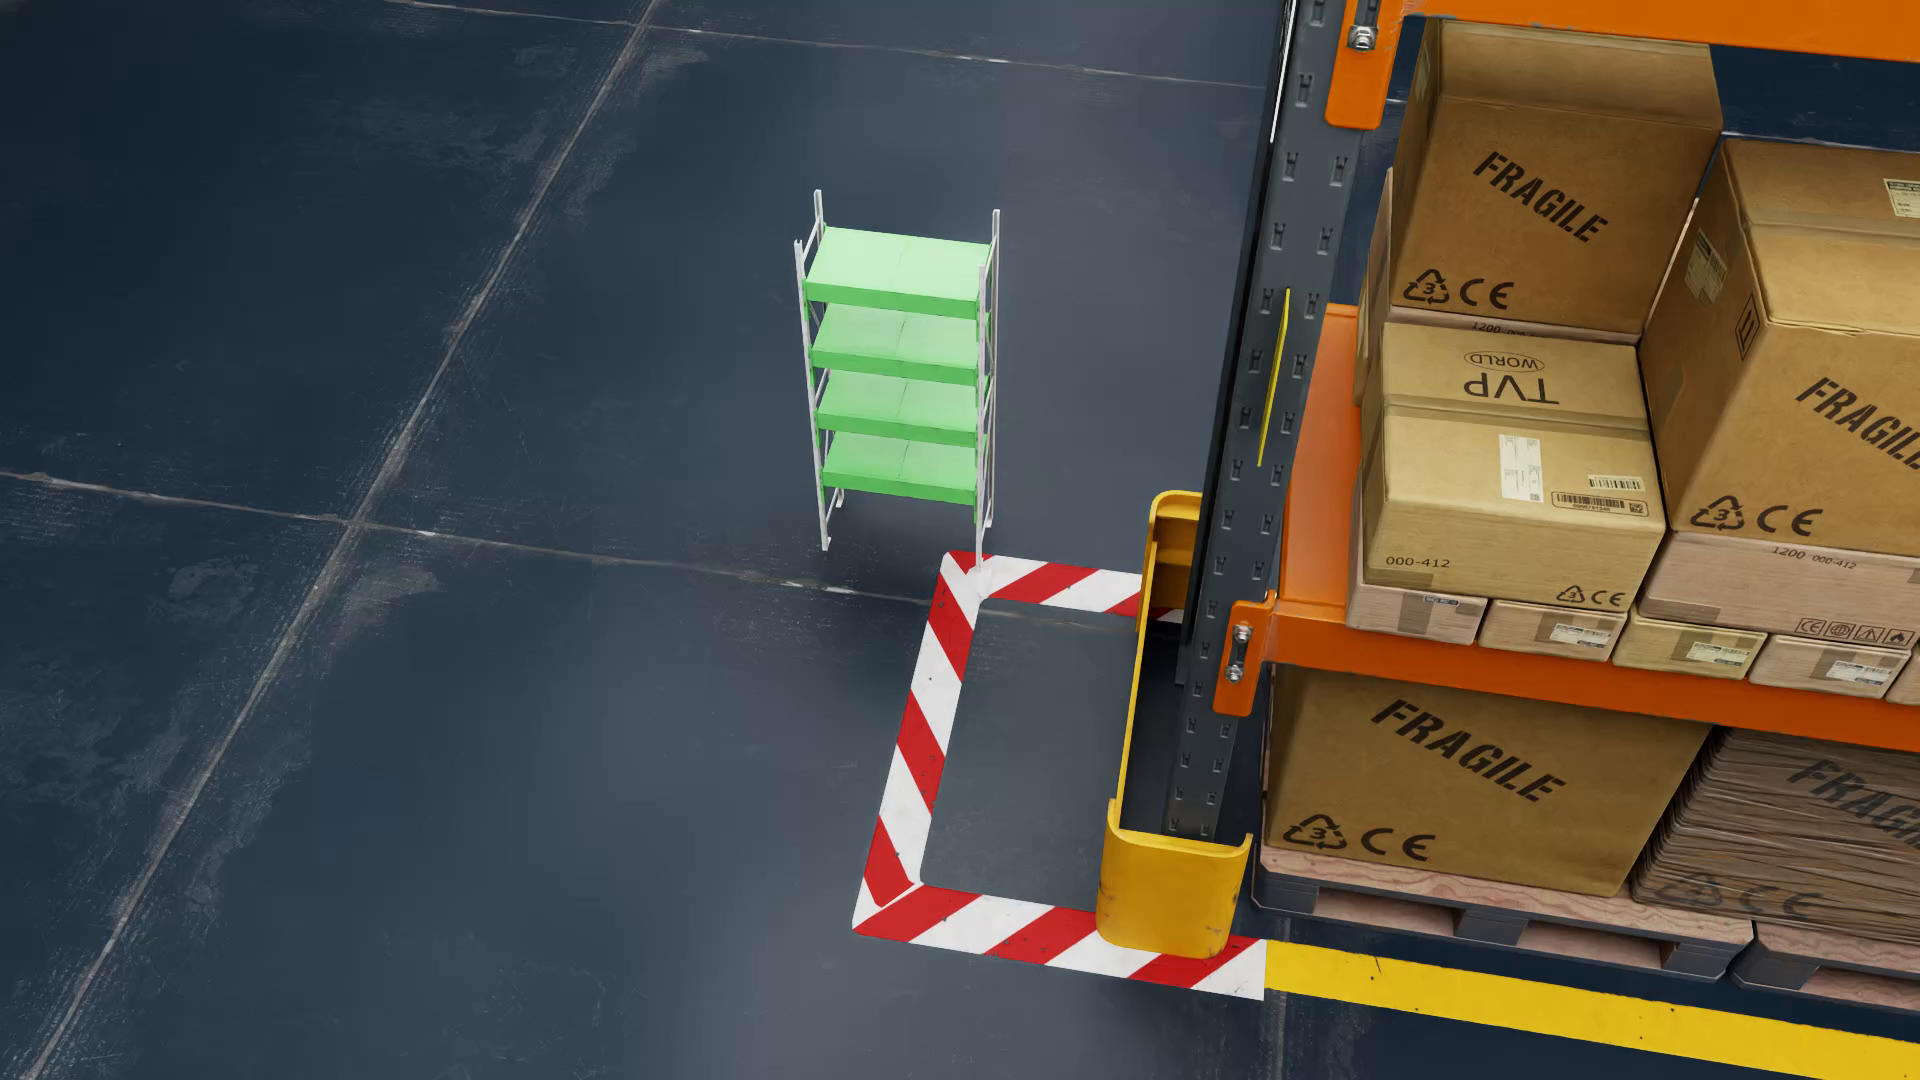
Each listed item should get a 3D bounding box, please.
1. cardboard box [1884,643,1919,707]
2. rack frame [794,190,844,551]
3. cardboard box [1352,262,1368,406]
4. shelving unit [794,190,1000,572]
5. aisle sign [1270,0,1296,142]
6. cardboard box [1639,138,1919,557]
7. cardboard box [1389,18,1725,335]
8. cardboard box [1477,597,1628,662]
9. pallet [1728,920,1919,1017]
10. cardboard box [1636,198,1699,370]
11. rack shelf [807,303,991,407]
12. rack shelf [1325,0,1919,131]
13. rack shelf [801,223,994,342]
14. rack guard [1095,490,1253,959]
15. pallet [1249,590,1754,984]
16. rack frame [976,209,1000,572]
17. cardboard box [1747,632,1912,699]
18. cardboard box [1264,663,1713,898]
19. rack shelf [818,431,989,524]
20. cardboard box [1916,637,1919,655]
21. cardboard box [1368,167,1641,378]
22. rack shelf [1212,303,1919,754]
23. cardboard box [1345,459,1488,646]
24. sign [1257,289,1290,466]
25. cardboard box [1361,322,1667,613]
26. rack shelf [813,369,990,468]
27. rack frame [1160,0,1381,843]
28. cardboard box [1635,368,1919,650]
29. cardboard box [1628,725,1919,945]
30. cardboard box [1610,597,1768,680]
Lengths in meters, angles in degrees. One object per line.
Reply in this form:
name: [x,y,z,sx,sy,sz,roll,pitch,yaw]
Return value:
cardboard box: [1.942,0.144,3.273,0.250,0.149,0.380,7,48,6]
rack frame: [-0.403,-0.455,4.852,0.015,1.200,0.240,8,49,7]
cardboard box: [1.049,-0.473,3.827,0.250,0.149,0.380,9,49,8]
shelving unit: [-0.163,-0.423,4.823,0.503,1.200,0.258,8,49,7]
aisle sign: [0.516,-1.022,2.404,0.004,0.787,0.394,8,49,7]
cardboard box: [1.556,-0.335,2.932,0.500,0.500,0.500,7,48,6]
cardboard box: [1.166,-0.791,3.341,0.500,0.500,0.500,8,49,7]
cardboard box: [1.183,0.043,3.364,0.250,0.149,0.380,7,48,6]
pallet: [2.638,0.781,4.407,1.213,0.211,1.003,8,49,7]
cardboard box: [1.663,-0.475,3.561,0.500,0.250,0.500,7,48,6]
rack shelf: [-0.163,-0.541,4.692,0.480,0.148,0.258,8,49,7]
rack shelf: [2.608,-0.860,2.474,4.000,0.370,1.077,8,49,7]
rack shelf: [-0.163,-0.701,4.514,0.480,0.148,0.258,8,49,7]
rack guard: [0.616,0.469,4.492,0.348,0.500,1.175,8,49,7]
pallet: [1.441,0.618,4.553,1.213,0.211,1.003,8,49,7]
rack frame: [0.077,-0.391,4.794,0.015,1.200,0.240,8,49,7]
cardboard box: [1.692,0.110,3.304,0.250,0.149,0.380,7,48,6]
cardboard box: [1.284,0.233,4.170,0.875,0.875,0.875,8,49,7]
rack shelf: [-0.163,-0.220,5.049,0.480,0.148,0.258,8,49,7]
cardboard box: [2.071,-0.018,3.150,0.500,0.250,0.500,6,48,6]
cardboard box: [1.164,-0.542,3.622,0.500,0.250,0.500,7,48,6]
rack shelf: [2.608,0.142,3.589,4.000,0.370,1.077,8,49,7]
cardboard box: [0.931,0.010,3.394,0.250,0.149,0.380,8,49,7]
sign: [0.535,-0.273,2.844,0.005,0.325,0.100,8,49,7]
cardboard box: [1.064,-0.151,3.270,0.500,0.250,0.500,7,48,6]
rack shelf: [-0.163,-0.380,4.871,0.480,0.148,0.258,8,49,7]
rack frame: [0.640,-0.363,3.559,0.127,3.000,1.000,8,49,7]
cardboard box: [1.577,-0.087,3.212,0.500,0.250,0.500,7,48,6]
cardboard box: [2.180,0.353,4.062,0.875,0.875,0.875,8,49,7]
cardboard box: [1.435,0.076,3.334,0.250,0.149,0.380,7,48,6]
